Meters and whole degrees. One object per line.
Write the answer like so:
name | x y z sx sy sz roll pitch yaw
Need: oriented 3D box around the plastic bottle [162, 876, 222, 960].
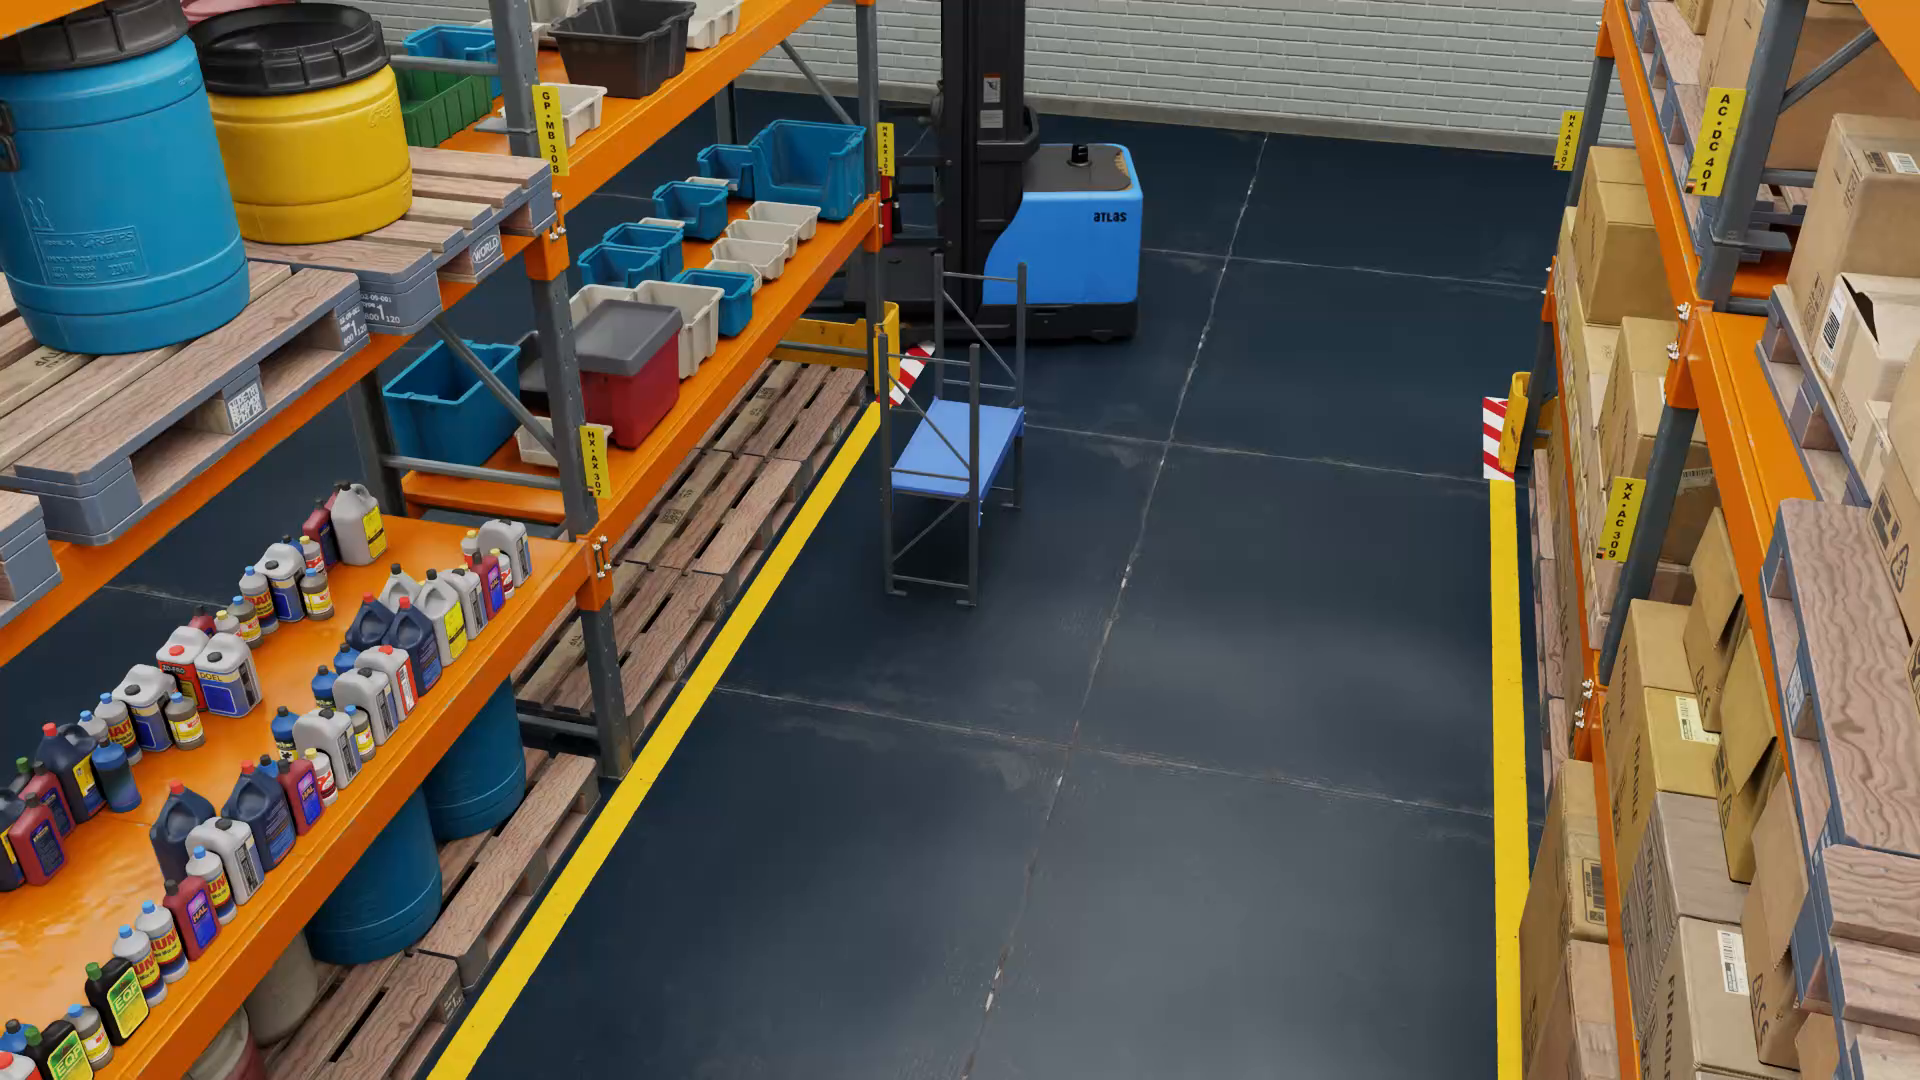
plastic bottle | -2.252 1.081 4.862 0.061 0.283 0.133 8 33 12

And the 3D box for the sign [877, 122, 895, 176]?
sign | -0.445 -2.348 9.995 0.100 0.325 0.005 8 33 12

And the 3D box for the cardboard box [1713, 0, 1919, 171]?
cardboard box | 2.935 -1.537 5.498 0.700 0.500 0.500 6 33 10

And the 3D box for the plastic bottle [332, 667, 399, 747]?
plastic bottle | -2.039 0.552 5.701 0.152 0.276 0.135 8 33 12

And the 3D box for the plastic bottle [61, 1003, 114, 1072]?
plastic bottle | -2.382 1.344 4.526 0.097 0.201 0.097 0 32 0

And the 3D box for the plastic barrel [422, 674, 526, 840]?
plastic barrel | -2.151 0.719 6.888 0.600 0.901 0.708 8 33 12

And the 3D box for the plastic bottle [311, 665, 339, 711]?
plastic bottle | -2.164 0.547 5.714 0.097 0.271 0.097 0 32 0

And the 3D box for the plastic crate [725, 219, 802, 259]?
plastic crate | -1.101 -1.663 9.260 0.396 0.136 0.243 8 33 12

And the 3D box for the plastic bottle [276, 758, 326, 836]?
plastic bottle | -2.112 0.796 5.311 0.061 0.283 0.133 8 33 12

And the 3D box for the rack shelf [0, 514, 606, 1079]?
rack shelf | -2.504 1.072 5.439 1.077 0.370 4.000 8 33 12

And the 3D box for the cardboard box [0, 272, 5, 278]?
cardboard box | -6.311 -1.544 11.036 0.500 0.250 0.500 8 33 12

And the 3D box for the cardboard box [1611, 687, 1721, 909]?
cardboard box | 2.309 0.828 5.058 0.500 0.500 0.500 8 33 12

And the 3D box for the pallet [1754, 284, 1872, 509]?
pallet | 2.609 -0.298 4.305 0.805 0.209 1.217 7 33 10

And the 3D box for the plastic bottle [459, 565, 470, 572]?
plastic bottle | -1.879 0.188 6.344 0.097 0.201 0.097 0 32 0

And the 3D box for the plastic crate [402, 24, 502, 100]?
plastic crate | -2.074 -1.981 6.930 0.416 0.233 0.300 8 33 12

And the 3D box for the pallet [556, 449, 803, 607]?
pallet | -1.540 -0.115 9.234 1.003 0.211 1.213 8 33 12

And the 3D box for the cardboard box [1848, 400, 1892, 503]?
cardboard box | 2.271 -0.180 3.784 0.380 0.149 0.250 7 33 10

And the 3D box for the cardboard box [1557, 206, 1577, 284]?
cardboard box | 3.427 -1.521 8.709 0.500 0.250 0.500 7 33 11

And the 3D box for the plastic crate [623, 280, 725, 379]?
plastic crate | -1.431 -1.012 8.101 0.437 0.282 0.530 8 33 12

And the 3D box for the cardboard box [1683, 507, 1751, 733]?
cardboard box | 2.640 0.272 4.998 0.797 0.503 0.637 7 33 11

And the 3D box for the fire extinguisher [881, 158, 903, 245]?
fire extinguisher | -0.503 -2.172 10.290 0.296 0.674 0.183 8 33 12

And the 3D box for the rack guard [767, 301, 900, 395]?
rack guard | -0.988 -1.305 10.836 1.175 0.500 0.348 8 33 12

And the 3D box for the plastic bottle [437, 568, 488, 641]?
plastic bottle | -1.876 0.221 6.222 0.152 0.276 0.135 8 33 12

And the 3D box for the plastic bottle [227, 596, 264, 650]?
plastic bottle | -2.656 0.299 6.168 0.097 0.201 0.097 0 32 0

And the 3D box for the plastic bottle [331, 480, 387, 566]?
plastic bottle | -2.409 -0.089 6.641 0.144 0.351 0.185 8 33 12

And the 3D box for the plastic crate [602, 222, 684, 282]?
plastic crate | -1.696 -1.533 8.966 0.416 0.233 0.300 8 33 12

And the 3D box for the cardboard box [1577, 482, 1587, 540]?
cardboard box | 2.751 -0.092 6.834 0.380 0.149 0.250 9 33 13

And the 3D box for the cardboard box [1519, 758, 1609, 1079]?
cardboard box | 2.651 1.459 5.748 1.225 0.875 0.875 8 33 13

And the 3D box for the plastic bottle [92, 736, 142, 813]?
plastic bottle | -2.742 0.751 5.393 0.097 0.271 0.097 0 32 0

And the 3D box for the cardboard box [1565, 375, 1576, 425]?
cardboard box | 3.011 -0.627 7.675 0.380 0.149 0.250 7 33 11

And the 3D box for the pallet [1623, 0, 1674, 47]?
pallet | 3.631 -2.513 7.694 1.003 0.211 1.213 8 33 12

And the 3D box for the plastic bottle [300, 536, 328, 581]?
plastic bottle | -2.548 0.078 6.517 0.097 0.201 0.097 0 32 0

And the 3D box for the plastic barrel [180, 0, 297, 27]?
plastic barrel | -2.372 -1.531 5.548 0.433 0.535 0.433 0 32 0

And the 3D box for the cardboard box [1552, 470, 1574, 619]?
cardboard box | 3.494 -0.136 8.258 0.875 0.875 0.875 8 33 12

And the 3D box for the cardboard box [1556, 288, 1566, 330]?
cardboard box | 3.272 -1.159 8.512 0.380 0.149 0.250 7 33 11

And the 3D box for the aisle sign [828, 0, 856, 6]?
aisle sign | -0.680 -3.440 9.442 0.394 0.787 0.004 8 33 12

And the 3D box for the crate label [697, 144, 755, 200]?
crate label | -1.362 -2.217 10.041 0.416 0.233 0.303 8 33 12

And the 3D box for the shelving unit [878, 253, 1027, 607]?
shelving unit | -0.022 -0.589 8.778 0.538 1.500 1.048 8 33 12

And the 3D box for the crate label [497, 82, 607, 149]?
crate label | -1.593 -1.639 6.482 0.293 0.136 0.466 8 33 12

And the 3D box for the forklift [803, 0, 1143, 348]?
forklift | -0.313 -2.829 10.968 3.031 2.935 1.130 -1 32 -1

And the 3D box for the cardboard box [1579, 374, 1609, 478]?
cardboard box | 2.911 -0.456 7.034 0.500 0.250 0.500 9 33 13

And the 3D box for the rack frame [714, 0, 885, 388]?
rack frame | -0.981 -2.345 10.143 1.000 3.000 0.127 8 33 12

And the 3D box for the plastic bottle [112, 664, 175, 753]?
plastic bottle | -2.776 0.572 5.670 0.152 0.276 0.135 8 33 12

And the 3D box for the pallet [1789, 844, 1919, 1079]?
pallet | 1.891 0.953 2.335 1.213 0.211 1.003 10 34 15

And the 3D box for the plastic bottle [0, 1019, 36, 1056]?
plastic bottle | -2.475 1.375 4.411 0.097 0.271 0.097 0 32 0

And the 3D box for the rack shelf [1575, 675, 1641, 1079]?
rack shelf | 2.287 1.746 4.378 1.077 0.370 4.000 8 33 12

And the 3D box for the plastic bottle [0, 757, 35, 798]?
plastic bottle | -2.951 0.829 5.259 0.061 0.283 0.133 8 33 12

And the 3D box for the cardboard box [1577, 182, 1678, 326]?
cardboard box | 3.174 -1.308 7.675 0.500 0.500 0.500 7 33 11
